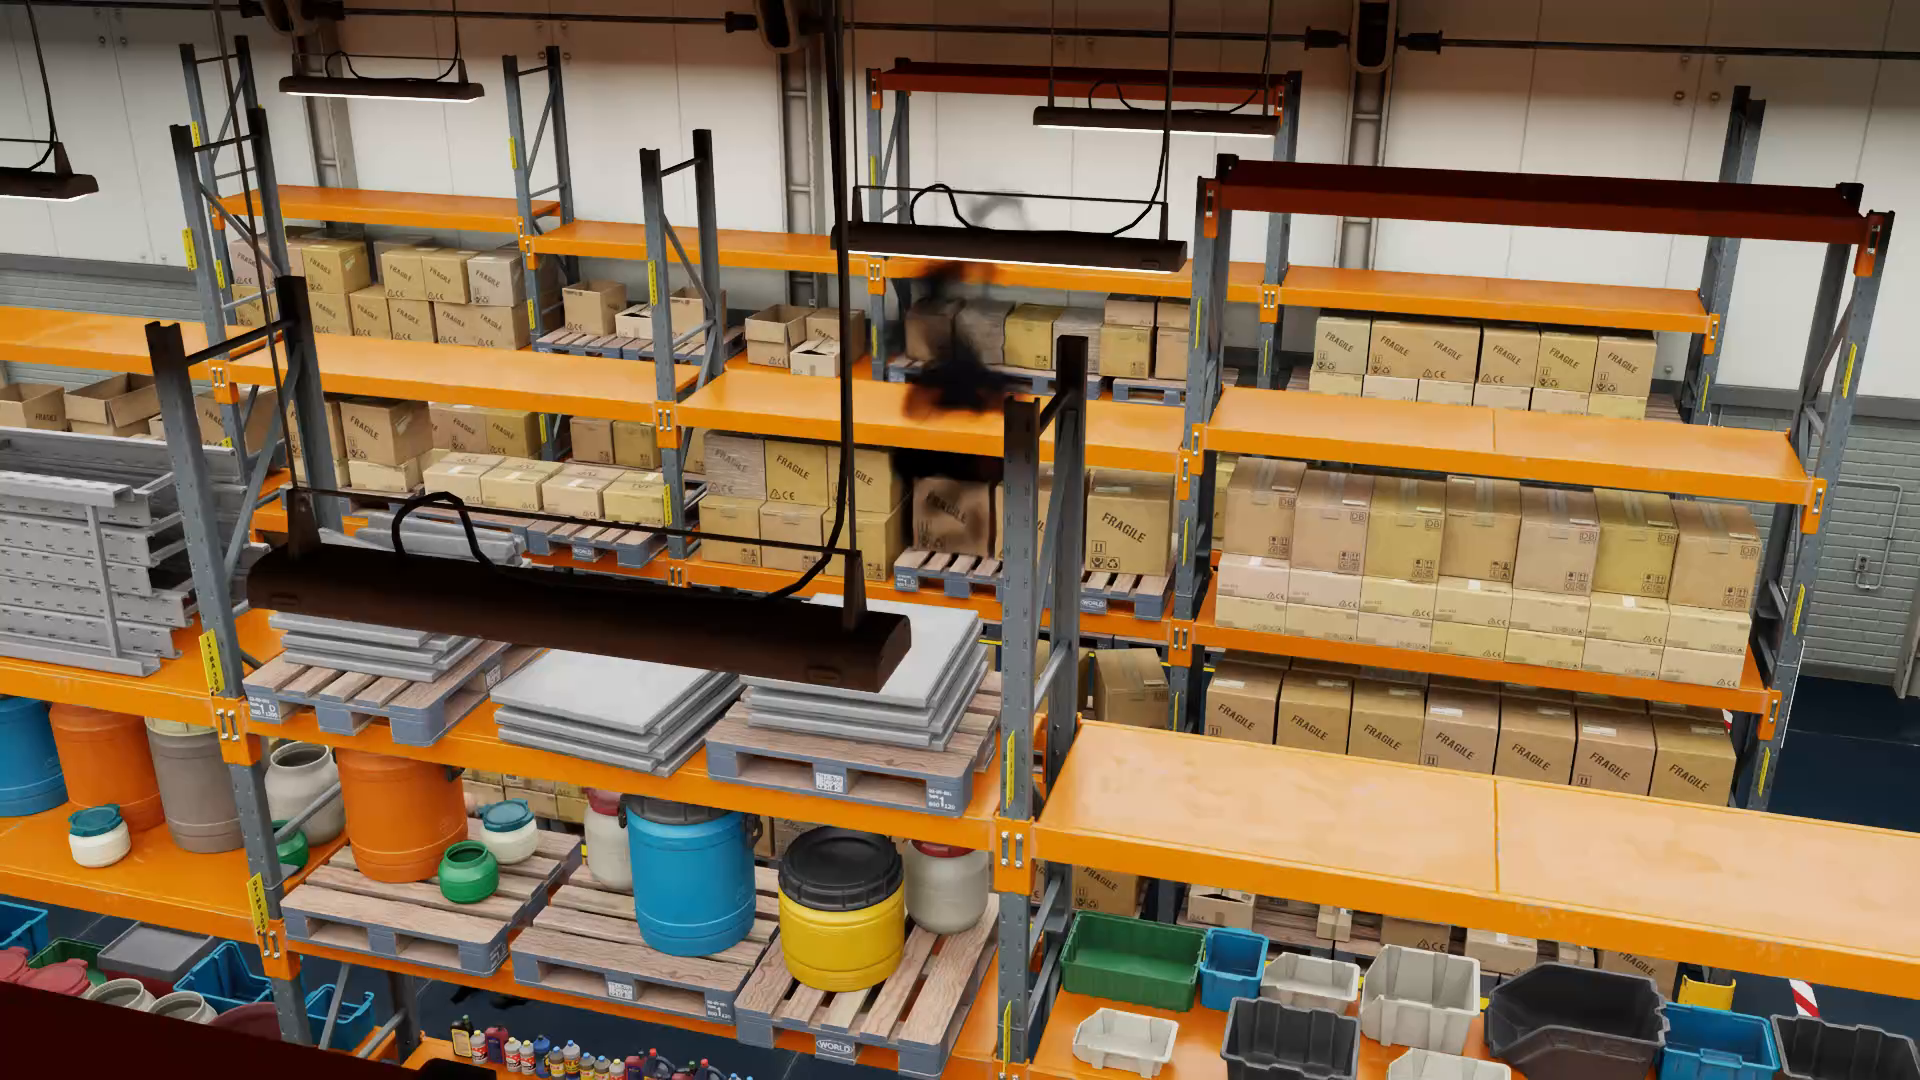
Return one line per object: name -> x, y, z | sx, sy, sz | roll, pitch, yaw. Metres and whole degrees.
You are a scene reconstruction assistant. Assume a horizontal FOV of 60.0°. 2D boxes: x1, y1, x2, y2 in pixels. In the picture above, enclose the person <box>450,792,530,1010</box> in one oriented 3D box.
person -> -3.420, 2.561, 11.660 | 0.736, 1.834, 0.625 | 1, 23, 3
